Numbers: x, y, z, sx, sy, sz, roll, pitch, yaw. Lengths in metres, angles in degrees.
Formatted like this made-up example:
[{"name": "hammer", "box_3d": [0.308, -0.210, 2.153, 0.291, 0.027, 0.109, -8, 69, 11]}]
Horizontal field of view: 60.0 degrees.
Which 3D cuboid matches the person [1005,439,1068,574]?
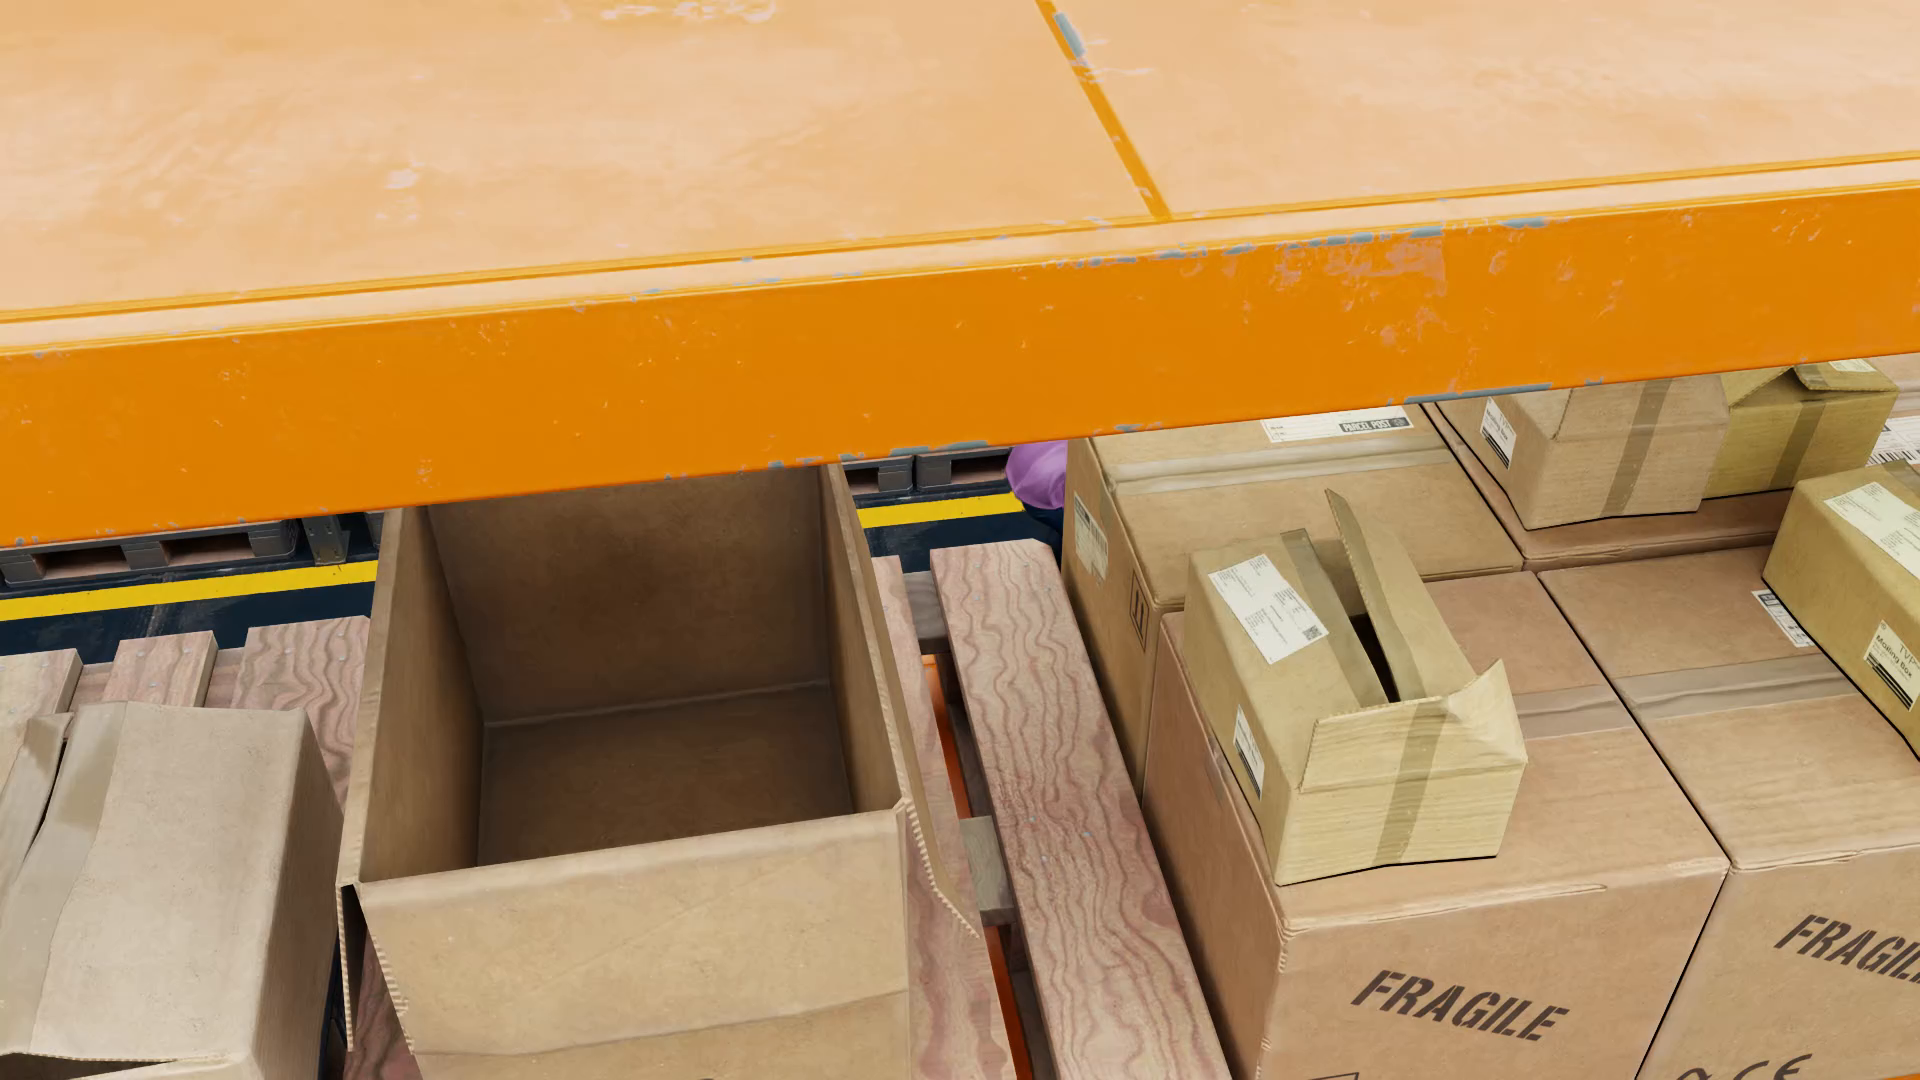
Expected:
[{"name": "person", "box_3d": [0.611, -0.069, 6.727, 0.871, 0.990, 0.400, -8, 40, -9]}]
